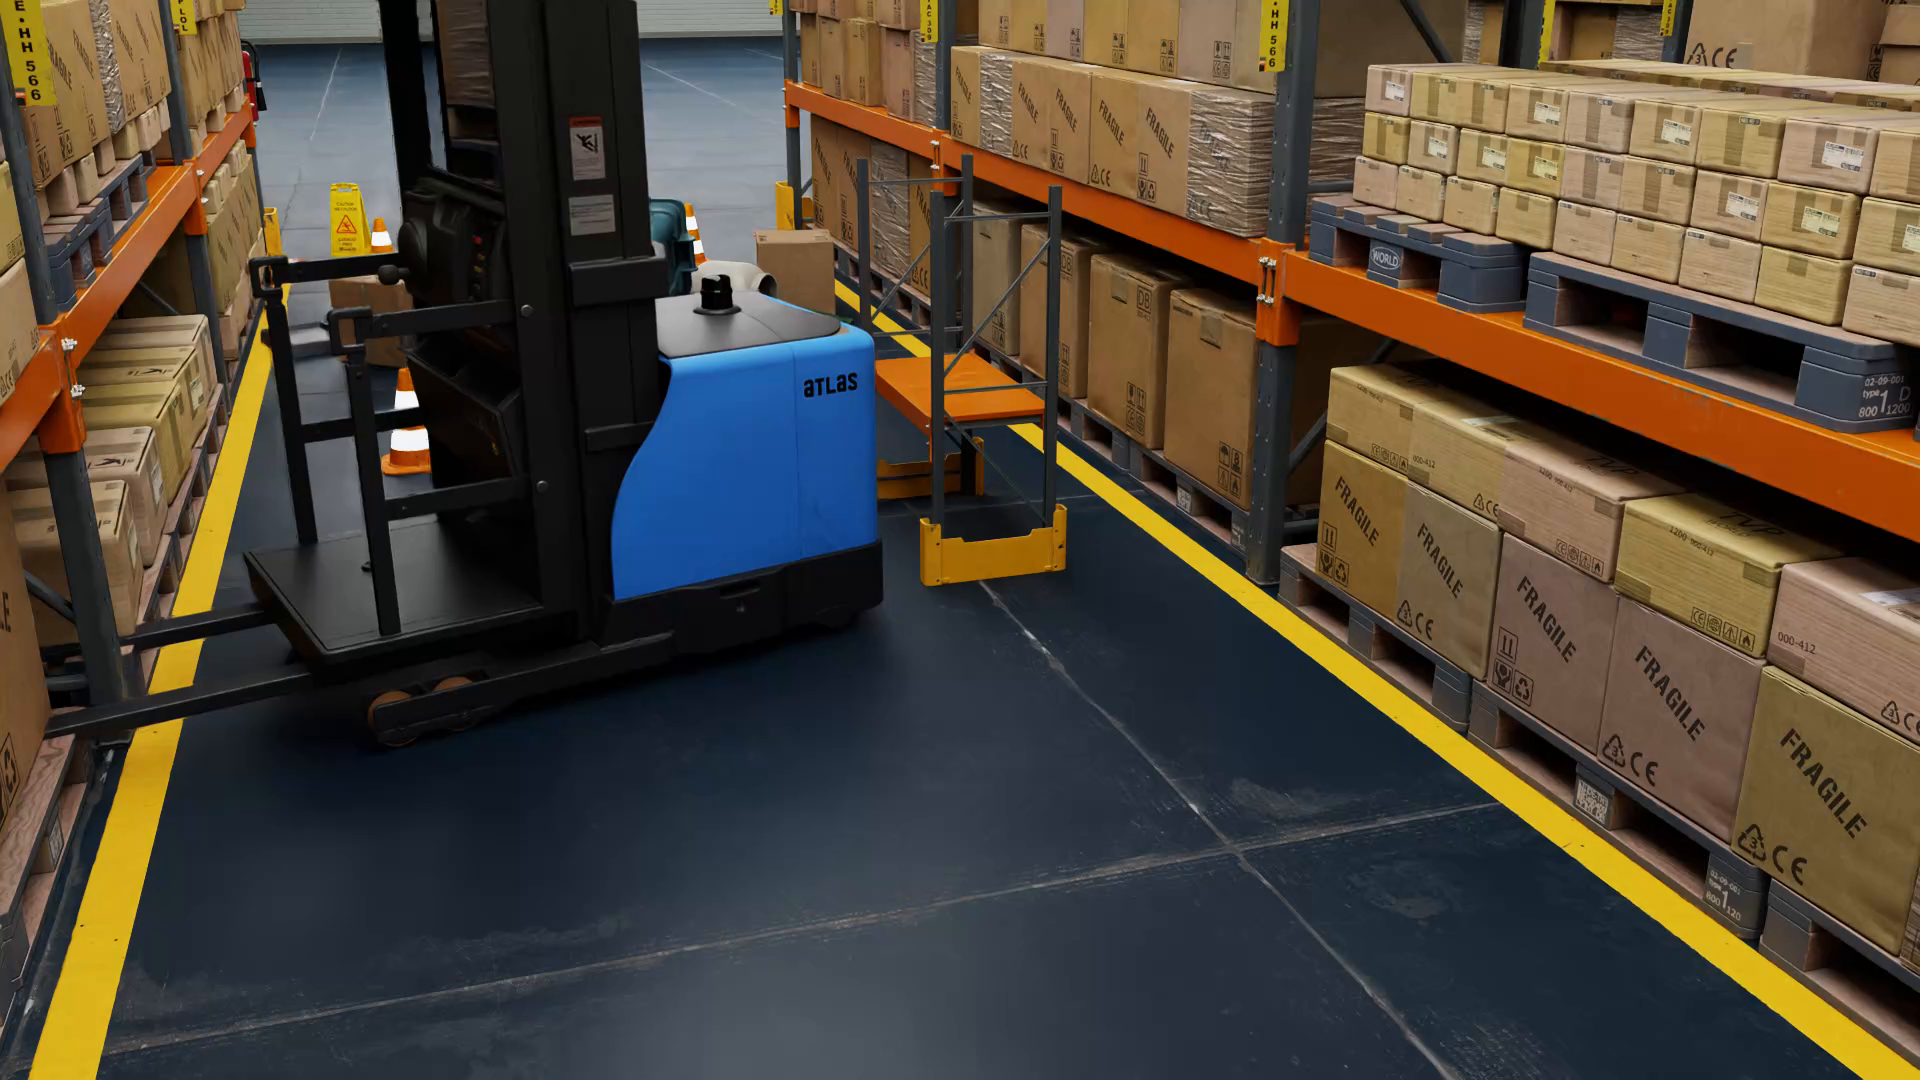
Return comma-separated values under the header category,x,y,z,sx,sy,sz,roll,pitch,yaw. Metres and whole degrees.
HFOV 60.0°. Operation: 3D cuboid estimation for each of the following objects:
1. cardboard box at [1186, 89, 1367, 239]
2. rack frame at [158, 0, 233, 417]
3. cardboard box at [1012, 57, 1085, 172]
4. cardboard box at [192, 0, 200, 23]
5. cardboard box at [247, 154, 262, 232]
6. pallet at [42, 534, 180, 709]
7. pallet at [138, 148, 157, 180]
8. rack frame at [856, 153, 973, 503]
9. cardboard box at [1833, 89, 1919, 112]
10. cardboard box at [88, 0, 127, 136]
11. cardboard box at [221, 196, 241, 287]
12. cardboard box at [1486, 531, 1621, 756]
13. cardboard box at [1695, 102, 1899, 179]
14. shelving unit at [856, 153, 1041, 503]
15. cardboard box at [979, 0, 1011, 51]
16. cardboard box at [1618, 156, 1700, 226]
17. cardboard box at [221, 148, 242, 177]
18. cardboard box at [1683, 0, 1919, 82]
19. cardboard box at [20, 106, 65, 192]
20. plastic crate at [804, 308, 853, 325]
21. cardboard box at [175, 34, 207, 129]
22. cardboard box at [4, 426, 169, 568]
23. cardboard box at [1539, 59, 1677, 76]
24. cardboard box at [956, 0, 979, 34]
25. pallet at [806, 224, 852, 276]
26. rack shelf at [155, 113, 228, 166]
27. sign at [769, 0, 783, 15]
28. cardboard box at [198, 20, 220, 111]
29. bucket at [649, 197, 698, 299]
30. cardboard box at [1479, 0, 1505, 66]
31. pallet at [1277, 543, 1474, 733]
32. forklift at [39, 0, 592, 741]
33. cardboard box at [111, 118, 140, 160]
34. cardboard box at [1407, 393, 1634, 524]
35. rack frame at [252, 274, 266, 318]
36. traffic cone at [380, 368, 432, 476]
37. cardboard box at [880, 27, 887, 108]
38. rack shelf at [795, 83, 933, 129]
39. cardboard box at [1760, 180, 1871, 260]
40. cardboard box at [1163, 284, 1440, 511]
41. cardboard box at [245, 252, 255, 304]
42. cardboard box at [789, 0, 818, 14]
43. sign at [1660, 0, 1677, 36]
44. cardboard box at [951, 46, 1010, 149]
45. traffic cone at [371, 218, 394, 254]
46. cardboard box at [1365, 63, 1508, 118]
category,x,y,z,sx,sy,sz,roll,pitch,yaw
cardboard box,1.213,-1.462,6.401,0.500,0.500,0.500,-6,21,-17
rack frame,-4.315,-2.024,8.114,1.000,3.000,0.127,-6,21,-17
cardboard box,0.576,-2.109,8.204,0.500,0.500,0.500,-6,21,-17
cardboard box,-4.247,-2.846,8.335,0.700,0.500,0.500,-7,21,-18
cardboard box,-3.210,-0.897,5.111,0.853,1.989,13.684,-6,21,-17
pallet,-3.302,0.321,5.711,1.003,0.211,1.213,-6,21,-17
pallet,-4.213,-1.673,7.421,1.003,0.211,1.213,-6,21,-17
rack frame,-0.187,-0.896,7.193,0.500,1.500,0.032,-6,21,-17
cardboard box,2.603,-1.134,4.508,0.380,0.149,0.250,-5,20,-15
cardboard box,-3.473,-1.792,6.258,0.500,0.500,0.500,-7,21,-19
cardboard box,-4.423,-1.669,9.463,0.500,0.500,0.500,-6,20,-15
cardboard box,1.917,0.259,4.834,0.500,0.500,0.500,-7,21,-19
cardboard box,2.061,-0.987,4.098,0.380,0.149,0.250,-7,21,-18
shelving unit,-0.037,-0.743,6.767,0.500,1.500,0.985,-6,21,-17
cardboard box,0.514,-2.941,9.041,0.700,0.500,0.500,-7,21,-18
cardboard box,1.977,-0.929,4.375,0.380,0.149,0.250,-7,21,-18
cardboard box,-4.736,-2.364,10.437,0.380,0.149,0.250,-5,20,-15
cardboard box,5.171,-3.296,10.458,1.134,1.210,1.638,-6,21,-17
cardboard box,-2.979,-1.294,4.873,0.500,0.500,0.500,-7,21,-19
plastic crate,-0.946,-1.203,9.902,0.450,0.188,0.662,13,22,7
cardboard box,-4.189,-2.382,8.523,0.500,0.500,0.500,-6,21,-17
cardboard box,-3.465,-0.120,6.079,0.950,0.372,0.625,-7,21,-18
cardboard box,2.199,-1.550,5.664,0.380,0.149,0.250,-7,21,-19
cardboard box,0.269,-3.283,9.801,0.875,0.550,0.550,-6,21,-17
pallet,-0.579,-2.305,13.023,1.003,0.211,1.213,-6,21,-17
rack shelf,-4.944,-2.419,9.990,0.919,0.124,3.809,-6,21,-17
sign,-1.434,-4.254,12.924,0.100,0.325,0.005,-6,21,-17
cardboard box,-4.514,-2.703,9.417,0.500,0.500,0.500,-7,21,-18
bucket,-1.879,-1.556,9.405,0.726,0.611,0.620,1,30,2
cardboard box,4.516,-3.894,12.732,0.875,0.500,0.500,-6,21,-17
pallet,1.854,0.264,5.868,1.003,0.211,1.213,-6,21,-17
forklift,-1.670,-1.279,6.142,4.336,2.935,2.622,-13,23,-32
cardboard box,-3.584,-1.639,6.792,0.380,0.149,0.250,-6,21,-17
cardboard box,1.756,-0.263,5.179,0.500,0.250,0.500,-7,21,-18
rack frame,-5.326,-1.707,11.355,1.003,0.211,1.213,-6,21,-17
traffic cone,-2.596,-0.581,7.850,0.336,0.463,0.334,-6,21,-17
cardboard box,-0.027,-3.130,10.972,0.875,0.550,0.550,-6,21,-17
rack shelf,-0.276,-3.011,11.532,0.919,0.052,3.809,-6,21,-17
cardboard box,2.137,-0.764,3.916,0.380,0.149,0.250,-6,21,-17
cardboard box,1.504,-0.643,6.975,1.050,0.750,0.750,-7,21,-18
cardboard box,-4.738,-1.646,10.508,0.500,0.250,0.500,-7,21,-19
cardboard box,-0.825,-4.322,12.692,0.875,0.550,0.550,-6,21,-17
sign,4.580,-3.424,10.732,0.100,0.325,0.005,-6,21,-17
cardboard box,0.262,-2.432,9.103,0.500,0.500,0.500,-6,21,-17
traffic cone,-4.212,-2.113,12.114,0.336,0.463,0.334,-6,21,-17
cardboard box,1.572,-1.488,5.492,0.380,0.149,0.250,-6,21,-17
